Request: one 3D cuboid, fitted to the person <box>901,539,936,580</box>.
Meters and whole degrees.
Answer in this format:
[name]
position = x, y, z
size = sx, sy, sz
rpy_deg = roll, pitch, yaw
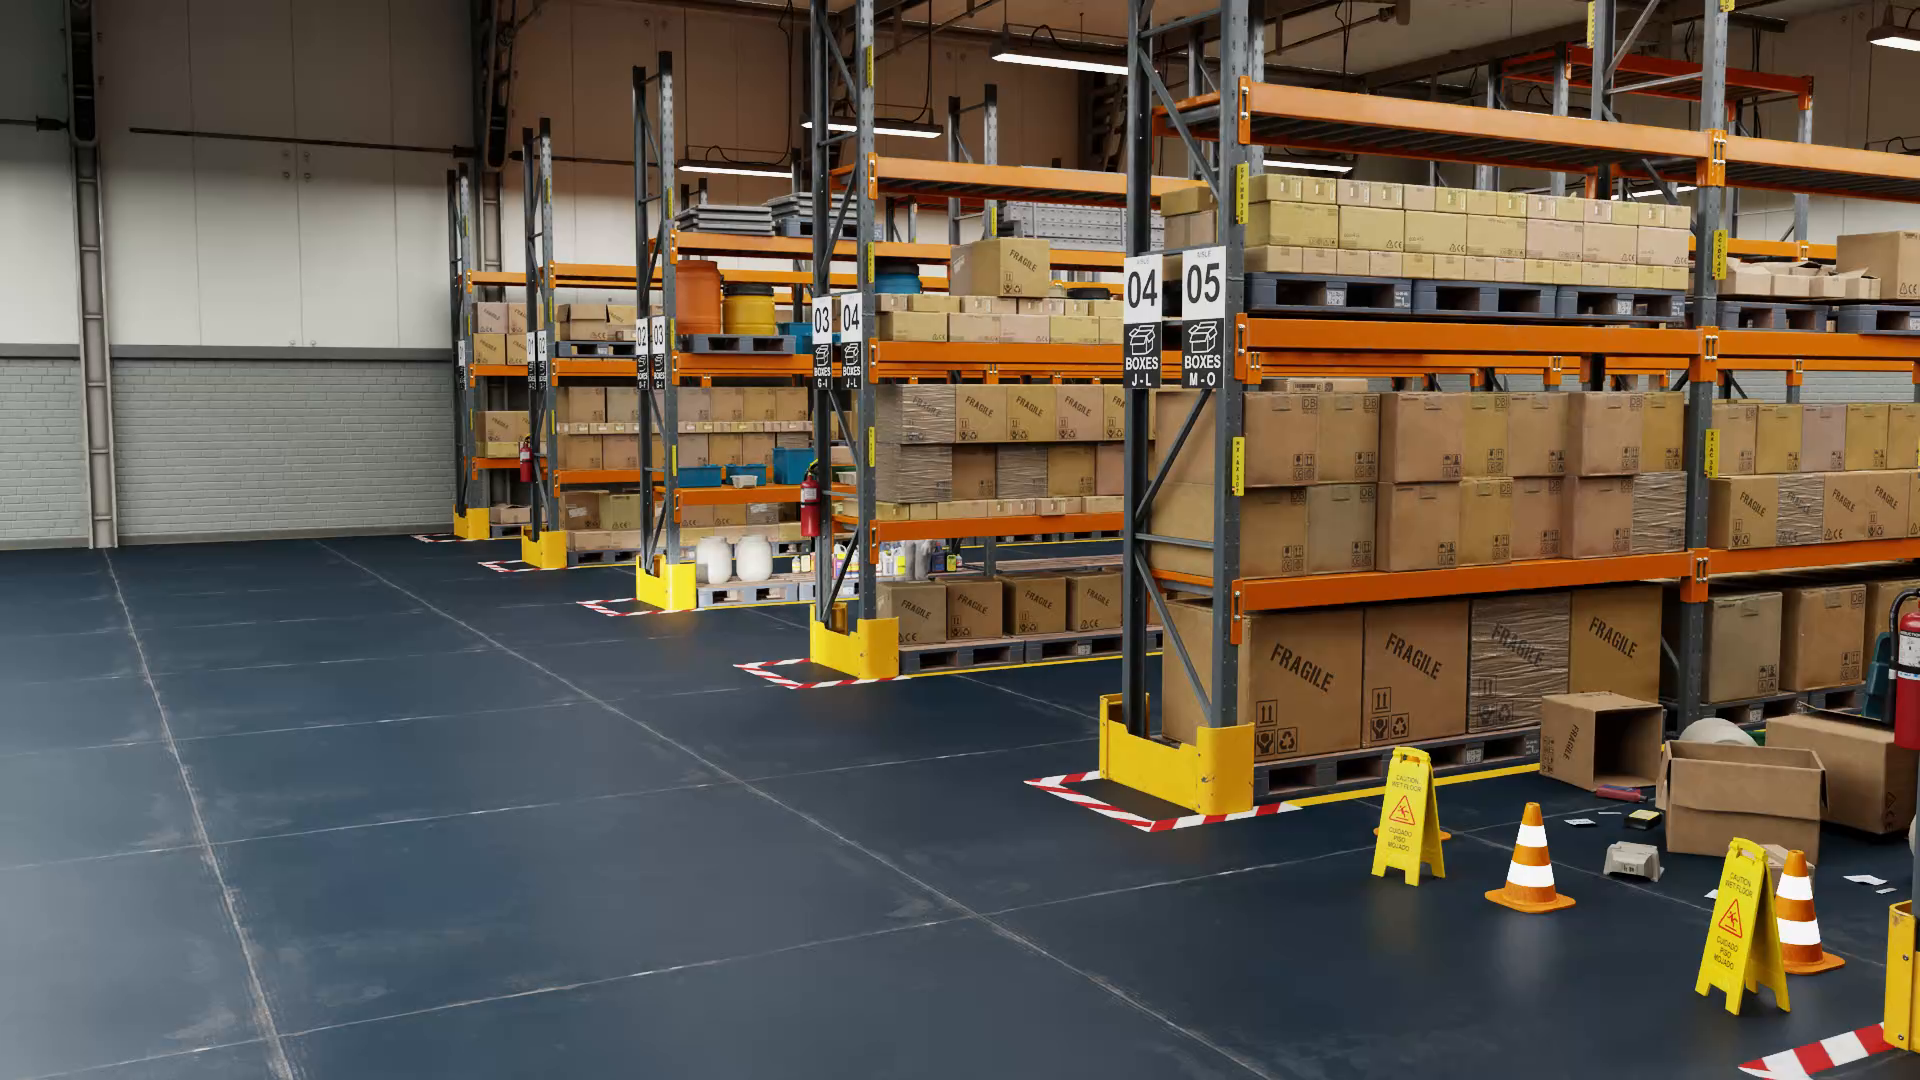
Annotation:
[person]
position = -0.435, 0.003, 17.434
size = 0.369, 1.667, 0.539
rpy_deg = -3, 6, -32
